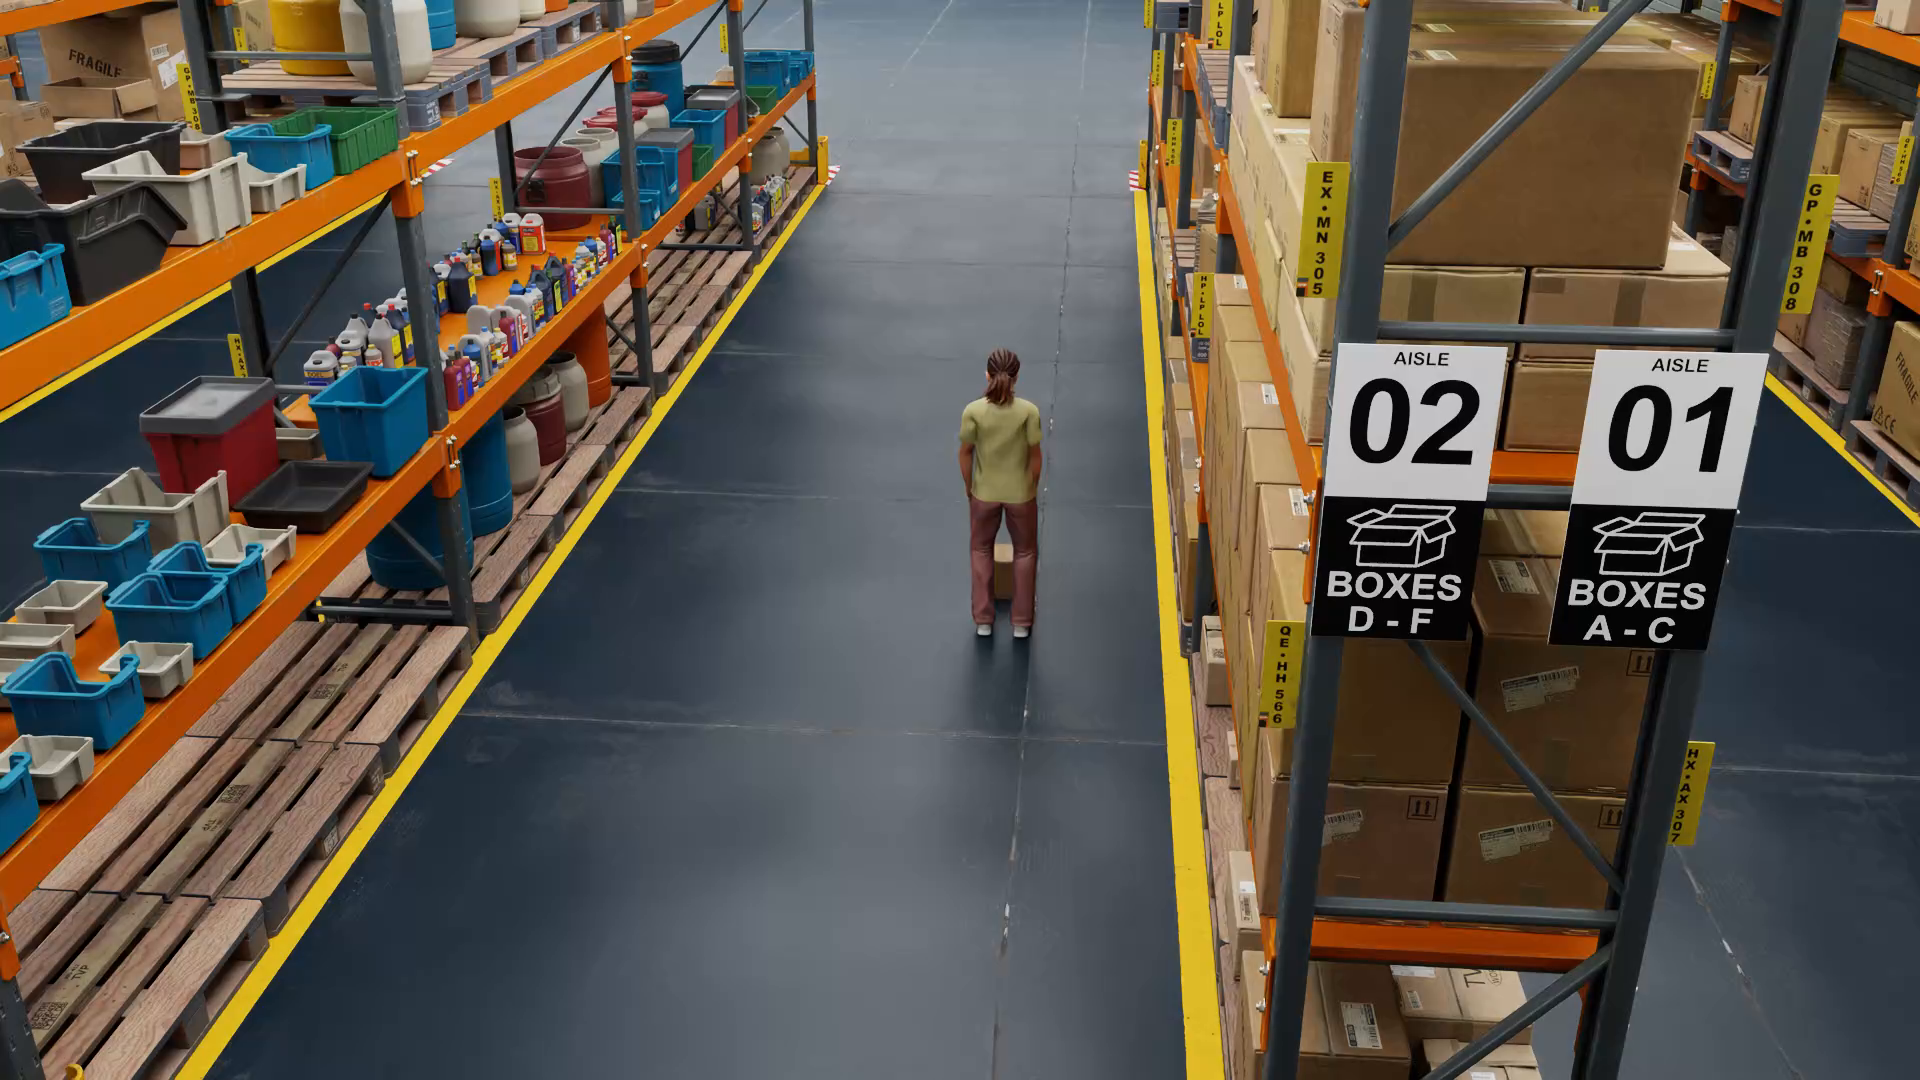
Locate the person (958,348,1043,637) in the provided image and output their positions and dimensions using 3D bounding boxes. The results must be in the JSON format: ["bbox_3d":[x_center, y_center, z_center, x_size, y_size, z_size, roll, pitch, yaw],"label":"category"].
[{"bbox_3d":[0.224,-0.248,9.197,0.463,1.645,0.354,3,25,6],"label":"person"}]
